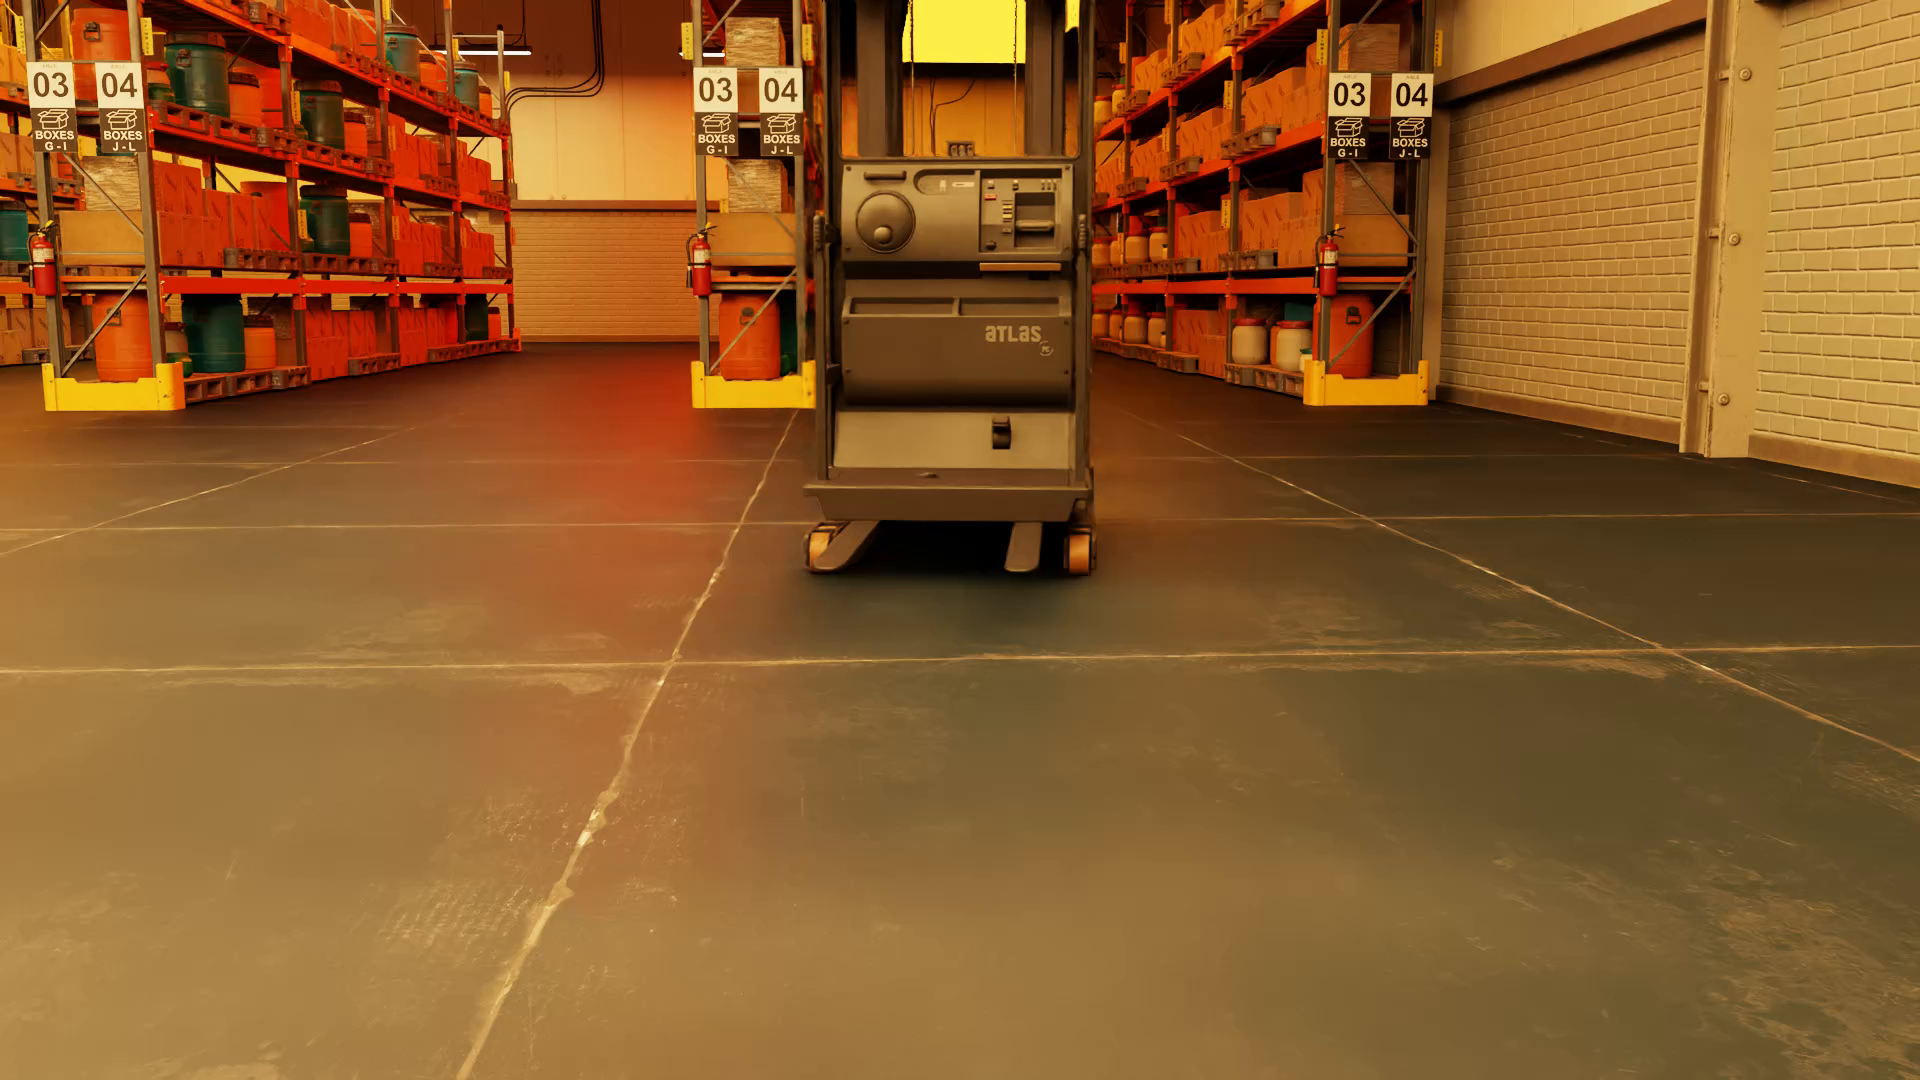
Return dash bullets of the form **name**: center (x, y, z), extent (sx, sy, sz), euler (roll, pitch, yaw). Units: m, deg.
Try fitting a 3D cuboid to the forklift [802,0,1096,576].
- **forklift**: center (-0.022, -1.359, 6.483), extent (1.130, 2.935, 3.031), euler (1, 8, 3)
